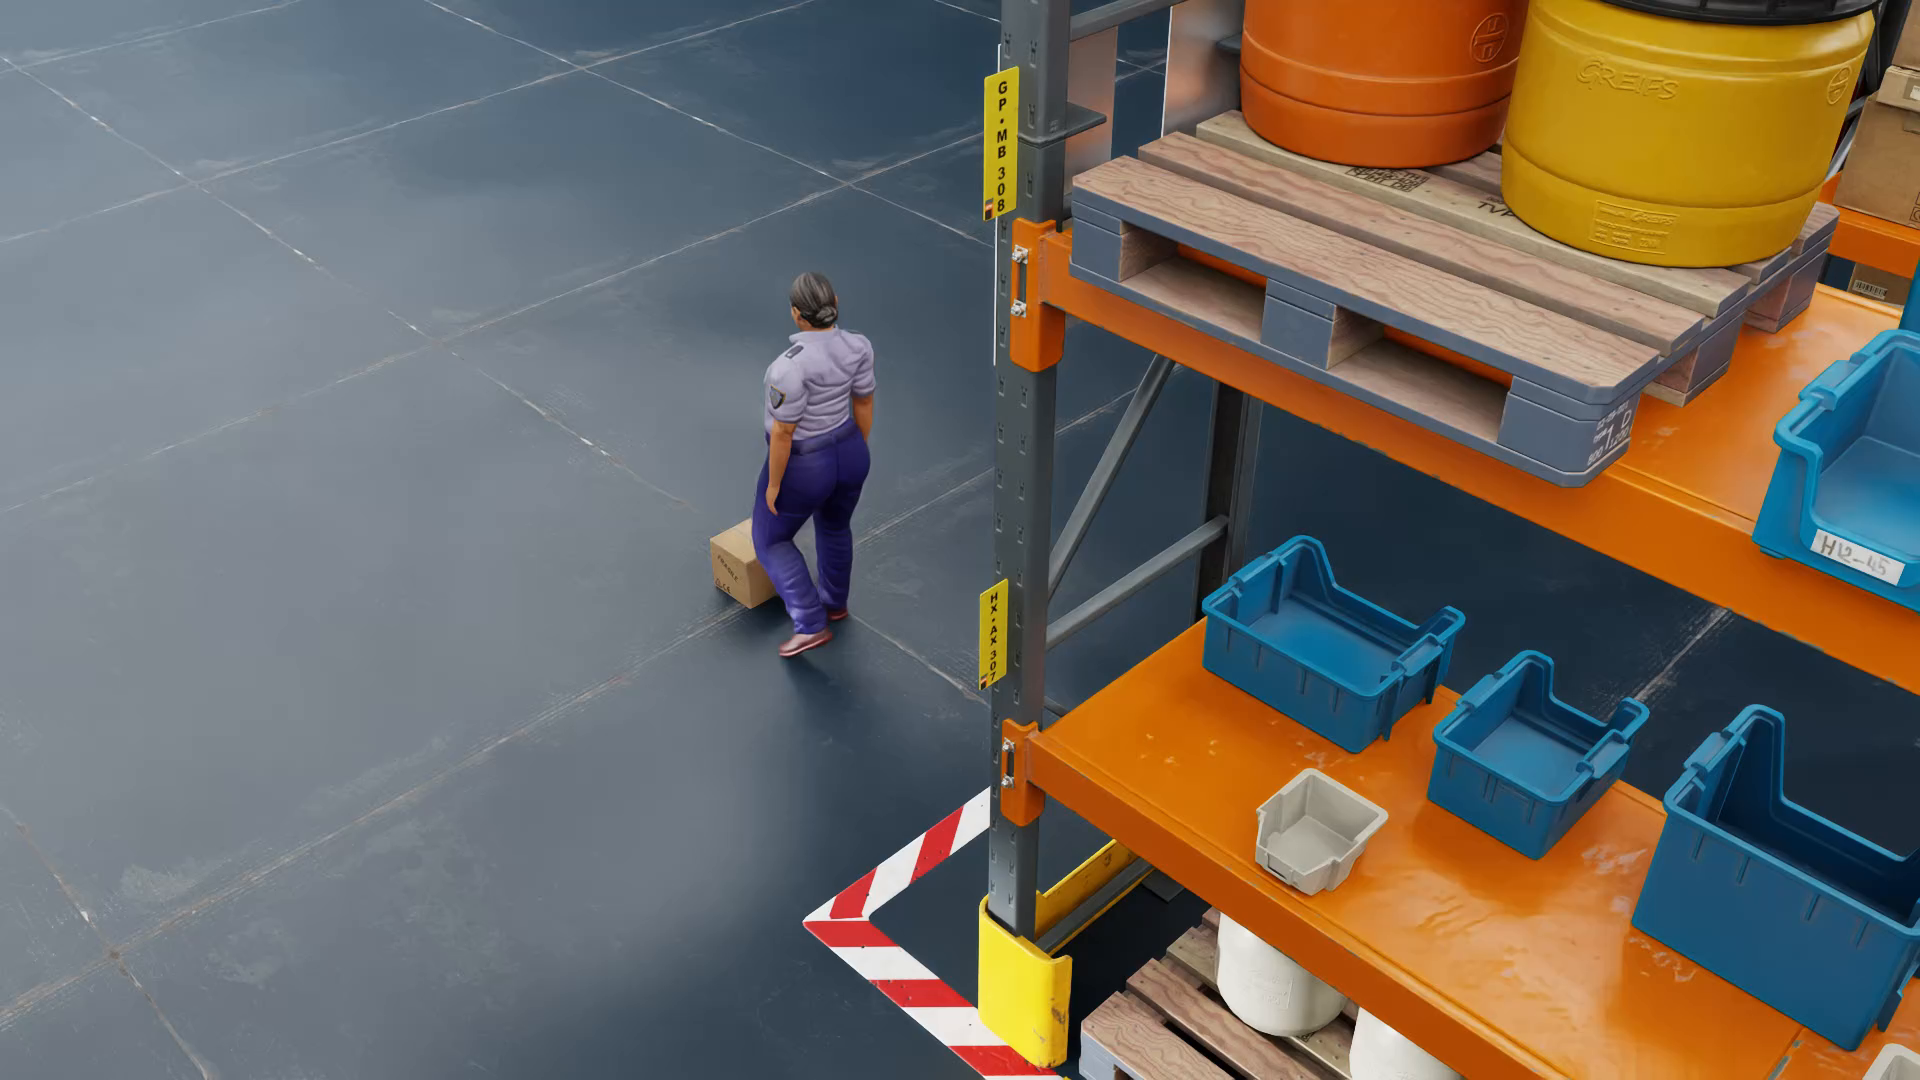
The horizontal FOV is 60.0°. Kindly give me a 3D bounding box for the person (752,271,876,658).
[{"bbox_3d":[-0.593,-0.299,6.565,0.511,1.669,0.492,-30,45,-35],"label":"person"}]
